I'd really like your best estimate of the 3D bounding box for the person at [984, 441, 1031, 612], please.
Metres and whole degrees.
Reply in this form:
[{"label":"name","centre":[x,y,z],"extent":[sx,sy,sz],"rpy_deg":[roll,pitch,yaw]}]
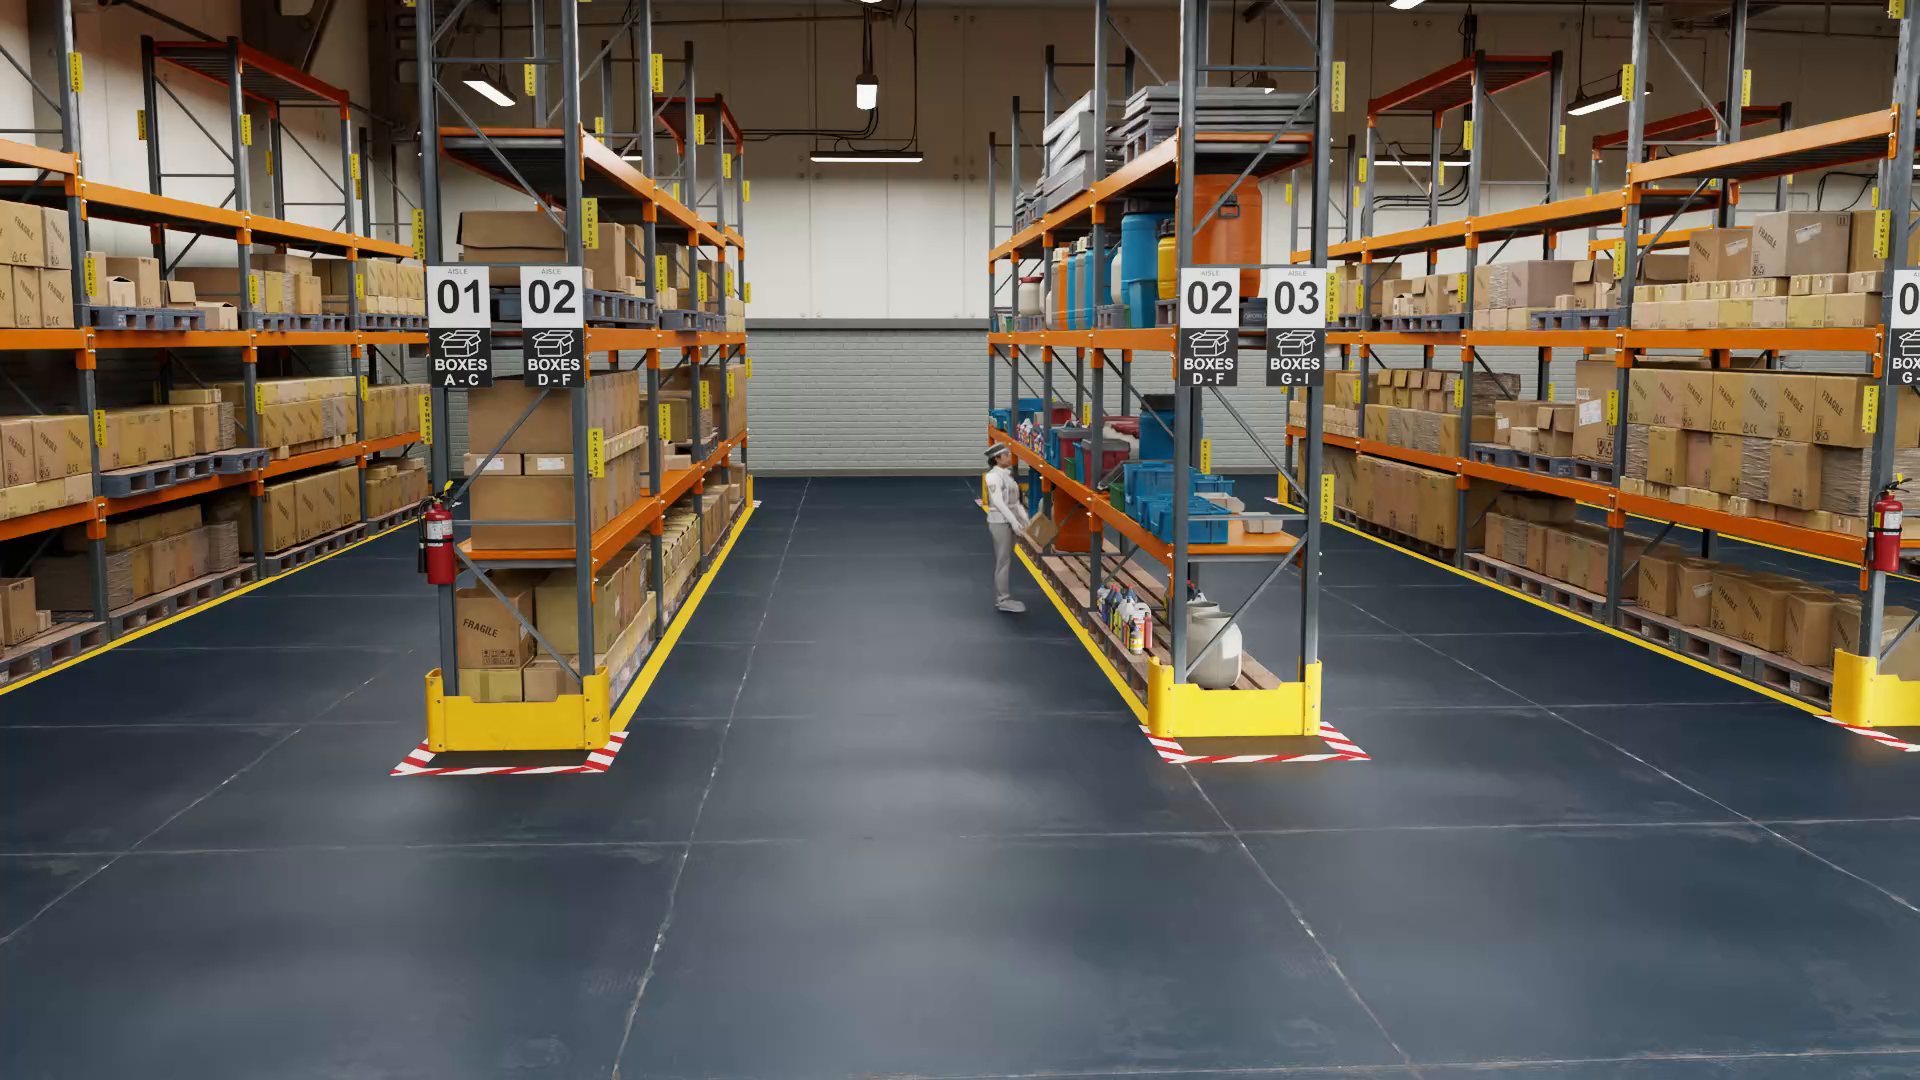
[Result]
[{"label":"person","centre":[0.494,-0.150,16.766],"extent":[0.517,1.699,0.502],"rpy_deg":[3,8,23]}]
